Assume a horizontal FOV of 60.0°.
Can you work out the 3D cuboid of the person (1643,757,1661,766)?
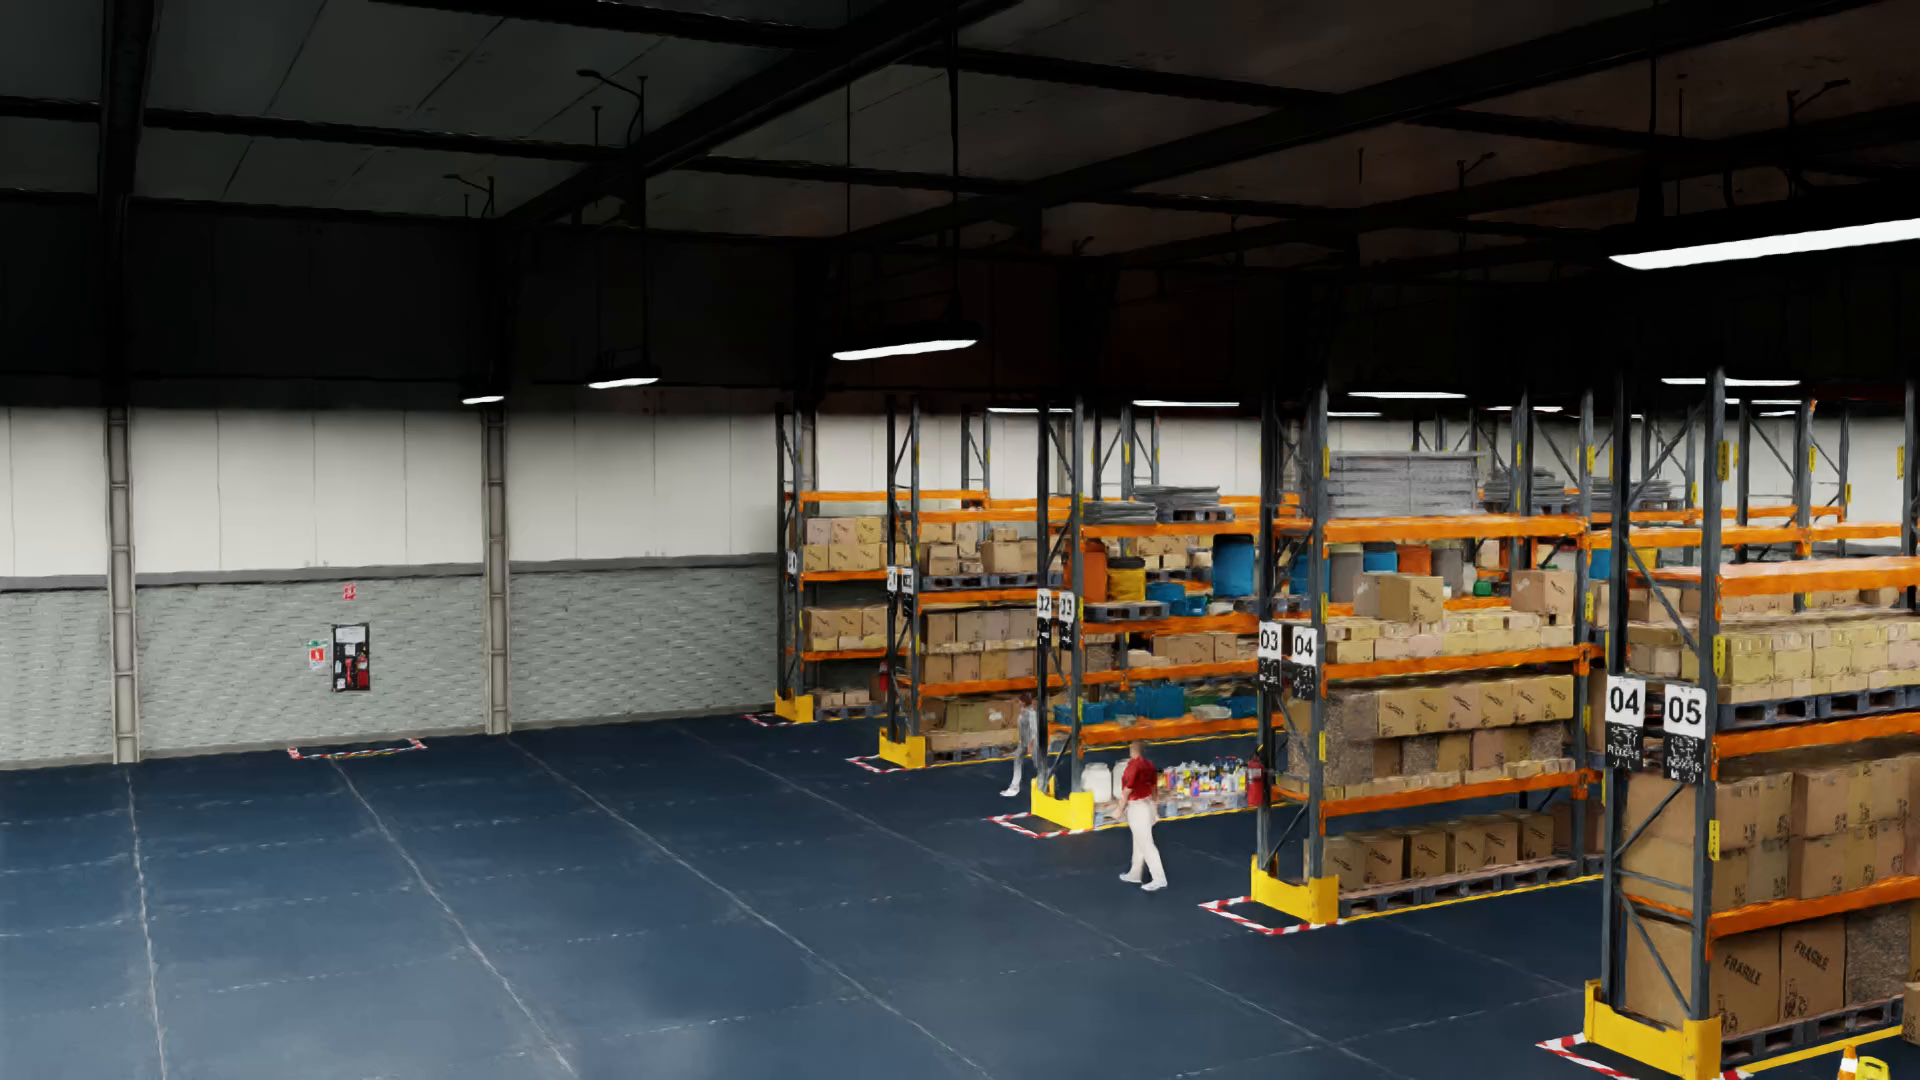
[{"bbox_3d":[7.942,3.277,19.044,0.508,1.631,0.639,-2,4,-31],"label":"person"}]

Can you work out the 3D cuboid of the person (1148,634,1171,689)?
[{"bbox_3d":[3.749,2.567,31.709,1.088,1.574,0.447,-2,4,-25],"label":"person"}]

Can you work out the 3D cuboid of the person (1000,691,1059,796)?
[{"bbox_3d":[1.048,2.995,24.503,0.918,1.537,0.431,-2,4,-29],"label":"person"}]

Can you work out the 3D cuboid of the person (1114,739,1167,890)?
[{"bbox_3d":[2.133,3.204,19.510,0.721,1.708,0.569,2,4,34],"label":"person"}]
